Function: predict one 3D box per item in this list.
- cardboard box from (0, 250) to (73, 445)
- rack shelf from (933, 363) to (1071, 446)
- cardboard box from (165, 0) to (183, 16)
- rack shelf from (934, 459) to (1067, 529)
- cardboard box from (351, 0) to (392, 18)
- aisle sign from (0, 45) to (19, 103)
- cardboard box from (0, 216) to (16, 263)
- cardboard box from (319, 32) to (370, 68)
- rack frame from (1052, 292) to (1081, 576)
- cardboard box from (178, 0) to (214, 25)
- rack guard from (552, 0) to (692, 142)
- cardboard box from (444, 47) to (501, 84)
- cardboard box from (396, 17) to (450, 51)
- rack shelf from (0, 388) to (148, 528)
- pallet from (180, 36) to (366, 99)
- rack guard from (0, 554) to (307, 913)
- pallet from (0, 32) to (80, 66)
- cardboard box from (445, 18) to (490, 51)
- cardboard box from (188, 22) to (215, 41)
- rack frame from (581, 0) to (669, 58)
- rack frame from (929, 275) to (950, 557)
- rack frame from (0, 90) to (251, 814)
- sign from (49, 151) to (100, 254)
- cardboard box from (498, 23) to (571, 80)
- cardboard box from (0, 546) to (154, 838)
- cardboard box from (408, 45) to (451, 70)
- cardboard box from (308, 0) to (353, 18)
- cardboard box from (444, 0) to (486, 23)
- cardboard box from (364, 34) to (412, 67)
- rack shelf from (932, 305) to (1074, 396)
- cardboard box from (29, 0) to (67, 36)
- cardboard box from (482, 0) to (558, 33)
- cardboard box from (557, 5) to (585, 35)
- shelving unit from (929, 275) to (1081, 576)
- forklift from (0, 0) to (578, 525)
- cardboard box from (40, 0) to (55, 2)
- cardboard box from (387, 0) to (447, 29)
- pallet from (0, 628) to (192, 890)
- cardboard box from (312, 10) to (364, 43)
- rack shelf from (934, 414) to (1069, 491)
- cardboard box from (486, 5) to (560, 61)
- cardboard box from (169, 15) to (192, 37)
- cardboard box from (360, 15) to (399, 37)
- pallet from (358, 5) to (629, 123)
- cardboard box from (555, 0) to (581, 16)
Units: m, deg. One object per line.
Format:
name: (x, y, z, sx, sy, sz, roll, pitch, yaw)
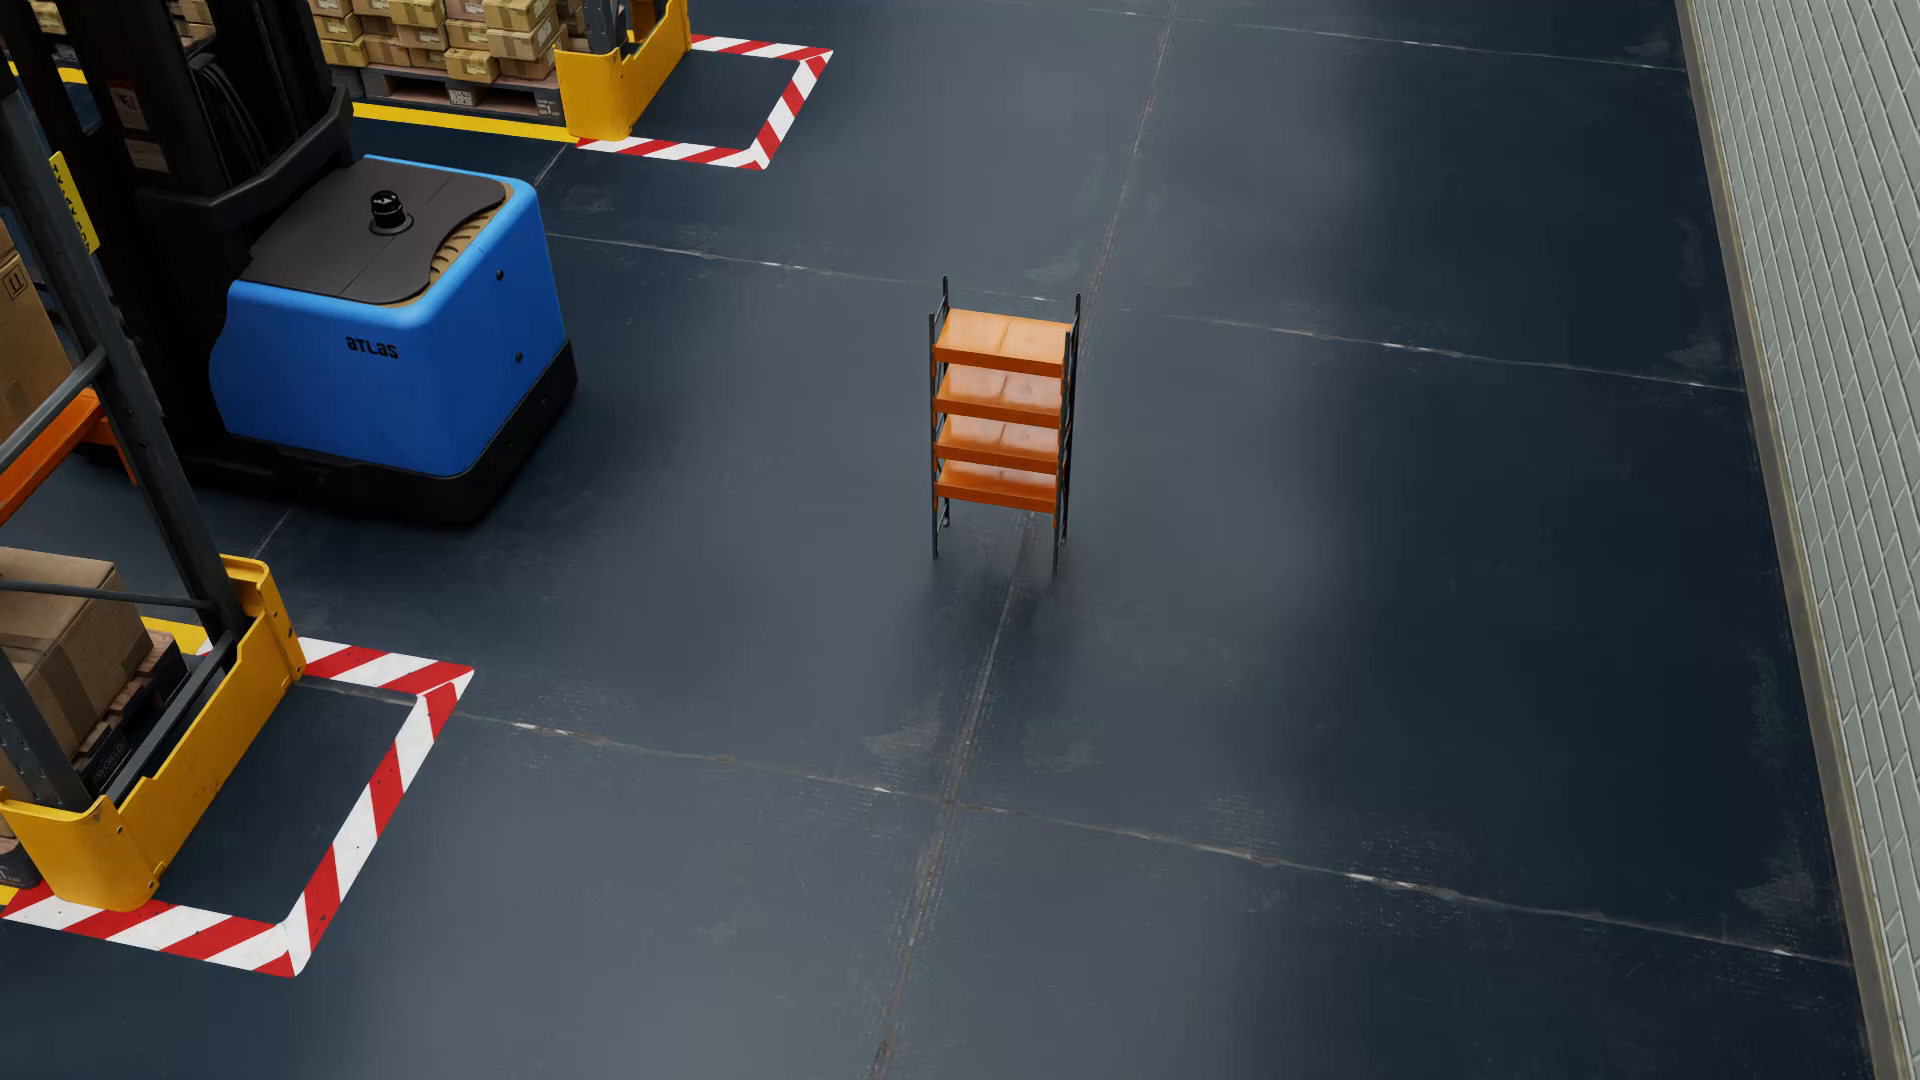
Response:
cardboard box: (-3.170, -0.573, 5.110, 0.500, 0.500, 0.500, 9, 45, 9)
rack shelf: (0.162, -0.520, 6.199, 0.480, 0.148, 0.258, 9, 45, 9)
cardboard box: (-4.363, -3.111, 9.357, 0.250, 0.149, 0.380, 11, 45, 11)
rack shelf: (0.162, -0.216, 6.492, 0.480, 0.148, 0.258, 9, 45, 9)
cardboard box: (-3.106, -2.995, 9.022, 0.250, 0.149, 0.380, 7, 44, 7)
aisle sign: (-2.631, -1.392, 4.159, 0.004, 0.787, 0.394, 9, 45, 9)
cardboard box: (-3.170, -0.932, 4.762, 0.500, 0.500, 0.500, 8, 44, 8)
cardboard box: (-3.359, -2.792, 9.240, 0.250, 0.149, 0.380, 7, 44, 7)
rack frame: (0.400, -0.370, 6.269, 0.015, 1.200, 0.240, 9, 45, 9)
cardboard box: (-4.131, -3.029, 9.273, 0.250, 0.149, 0.380, 9, 45, 9)
rack guard: (-1.856, -2.746, 9.243, 0.348, 0.500, 1.175, 9, 45, 9)
cardboard box: (-2.614, -2.669, 9.112, 0.250, 0.149, 0.380, 10, 45, 10)
cardboard box: (-2.867, -2.831, 9.067, 0.250, 0.149, 0.380, 7, 44, 7)
rack shelf: (-4.716, -0.314, 5.432, 4.000, 0.370, 1.077, 9, 45, 9)
pallet: (-3.828, -2.975, 9.689, 1.213, 0.211, 1.003, 9, 45, 9)
rack guard: (-2.741, 0.634, 5.731, 0.348, 0.500, 1.175, 9, 45, 9)
pallet: (-5.022, -3.159, 9.880, 1.213, 0.211, 1.003, 9, 45, 9)
cardboard box: (-2.602, -2.830, 9.065, 0.250, 0.149, 0.380, 8, 44, 8)
cardboard box: (-4.125, -2.924, 9.378, 0.250, 0.149, 0.380, 8, 44, 8)
rack frame: (-1.782, -3.635, 8.364, 0.127, 3.000, 1.000, 9, 45, 9)
rack frame: (-0.077, -0.444, 6.346, 0.015, 1.200, 0.240, 9, 45, 9)
rack frame: (-2.764, -0.270, 4.868, 0.127, 3.000, 1.000, 9, 45, 9)
sign: (-2.637, -0.985, 4.929, 0.005, 0.325, 0.100, 9, 45, 9)
cardboard box: (-2.341, -2.698, 9.143, 0.250, 0.149, 0.380, 10, 45, 10)
cardboard box: (-3.430, 0.469, 5.644, 0.875, 0.438, 0.875, 7, 44, 8)
cardboard box: (-2.853, -2.767, 9.215, 0.250, 0.149, 0.380, 9, 45, 9)
cardboard box: (-3.380, -2.998, 9.026, 0.250, 0.149, 0.380, 10, 45, 11)
cardboard box: (-2.586, -2.960, 8.986, 0.250, 0.149, 0.380, 10, 45, 10)
cardboard box: (-3.097, -2.795, 9.244, 0.250, 0.149, 0.380, 9, 45, 9)
rack shelf: (0.162, -0.690, 6.035, 0.480, 0.148, 0.258, 9, 45, 9)
cardboard box: (-5.140, -3.052, 9.511, 0.250, 0.149, 0.380, 10, 45, 10)
cardboard box: (-2.354, -2.883, 8.906, 0.250, 0.149, 0.380, 9, 45, 10)
cardboard box: (-2.223, -3.056, 9.515, 0.250, 0.149, 0.380, 10, 45, 10)
shelving unit: (0.162, -0.407, 6.308, 0.503, 1.200, 0.258, 9, 45, 9)
forklift: (-3.269, -1.696, 6.399, 3.031, 2.935, 1.130, 11, 45, 12)
cardboard box: (-5.135, -3.223, 9.474, 0.250, 0.149, 0.380, 9, 45, 9)
cardboard box: (-2.867, -2.913, 8.937, 0.250, 0.149, 0.380, 8, 44, 8)
pallet: (-3.561, 0.666, 5.906, 1.213, 0.211, 1.003, 9, 45, 9)
cardboard box: (-3.375, -2.901, 9.139, 0.250, 0.149, 0.380, 9, 45, 10)
rack shelf: (0.162, -0.359, 6.355, 0.480, 0.148, 0.258, 9, 45, 9)
cardboard box: (-2.359, -2.754, 8.986, 0.250, 0.149, 0.380, 8, 44, 8)
cardboard box: (-4.358, -3.028, 9.486, 0.250, 0.149, 0.380, 7, 44, 7)
cardboard box: (-3.106, -2.941, 9.181, 0.250, 0.149, 0.380, 8, 45, 9)
pallet: (-2.641, -2.789, 9.496, 1.213, 0.211, 1.003, 9, 45, 9)
cardboard box: (-2.237, -3.120, 9.367, 0.250, 0.149, 0.380, 11, 45, 11)
